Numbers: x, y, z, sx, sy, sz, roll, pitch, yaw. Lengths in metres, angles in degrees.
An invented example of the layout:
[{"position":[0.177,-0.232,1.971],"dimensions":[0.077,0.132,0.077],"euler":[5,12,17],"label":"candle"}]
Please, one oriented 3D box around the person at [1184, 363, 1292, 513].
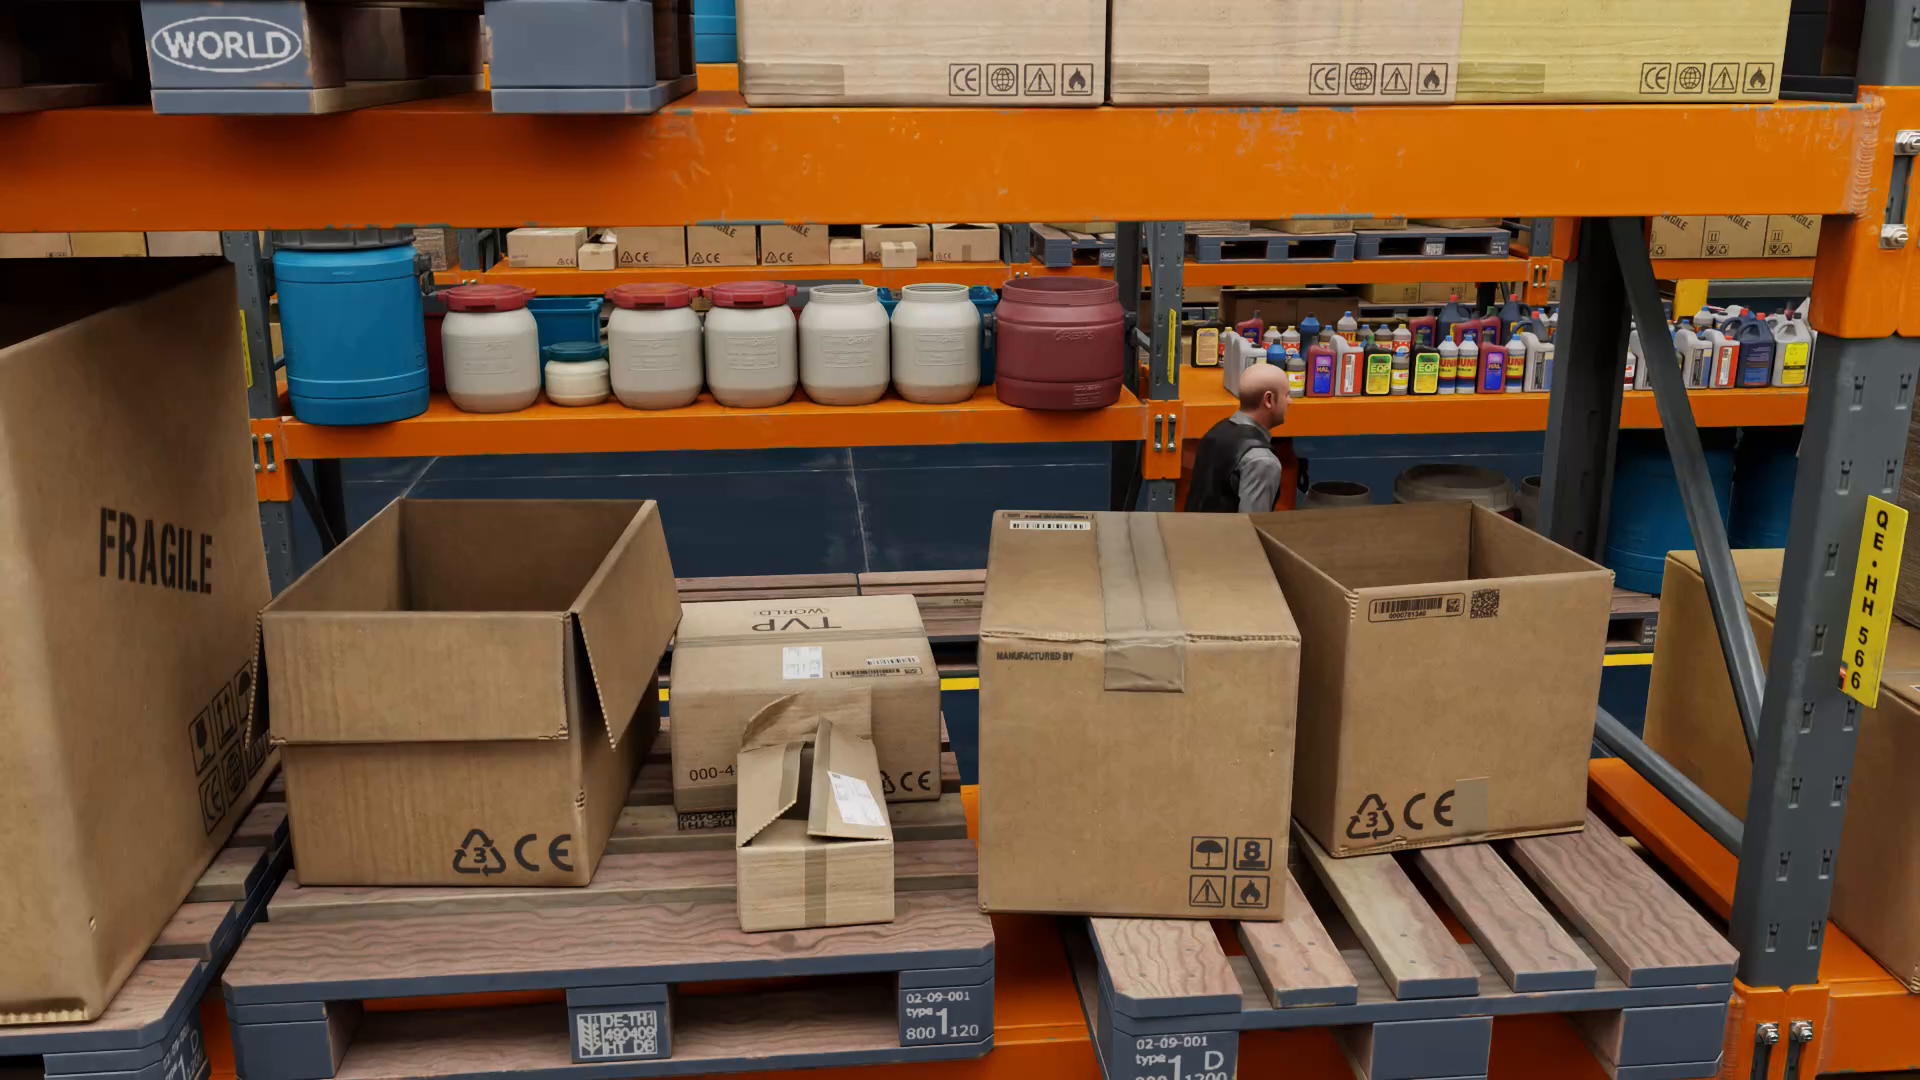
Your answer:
[{"position":[1.087,0.162,6.542],"dimensions":[0.427,1.719,0.584],"euler":[-3,17,-9],"label":"person"}]
